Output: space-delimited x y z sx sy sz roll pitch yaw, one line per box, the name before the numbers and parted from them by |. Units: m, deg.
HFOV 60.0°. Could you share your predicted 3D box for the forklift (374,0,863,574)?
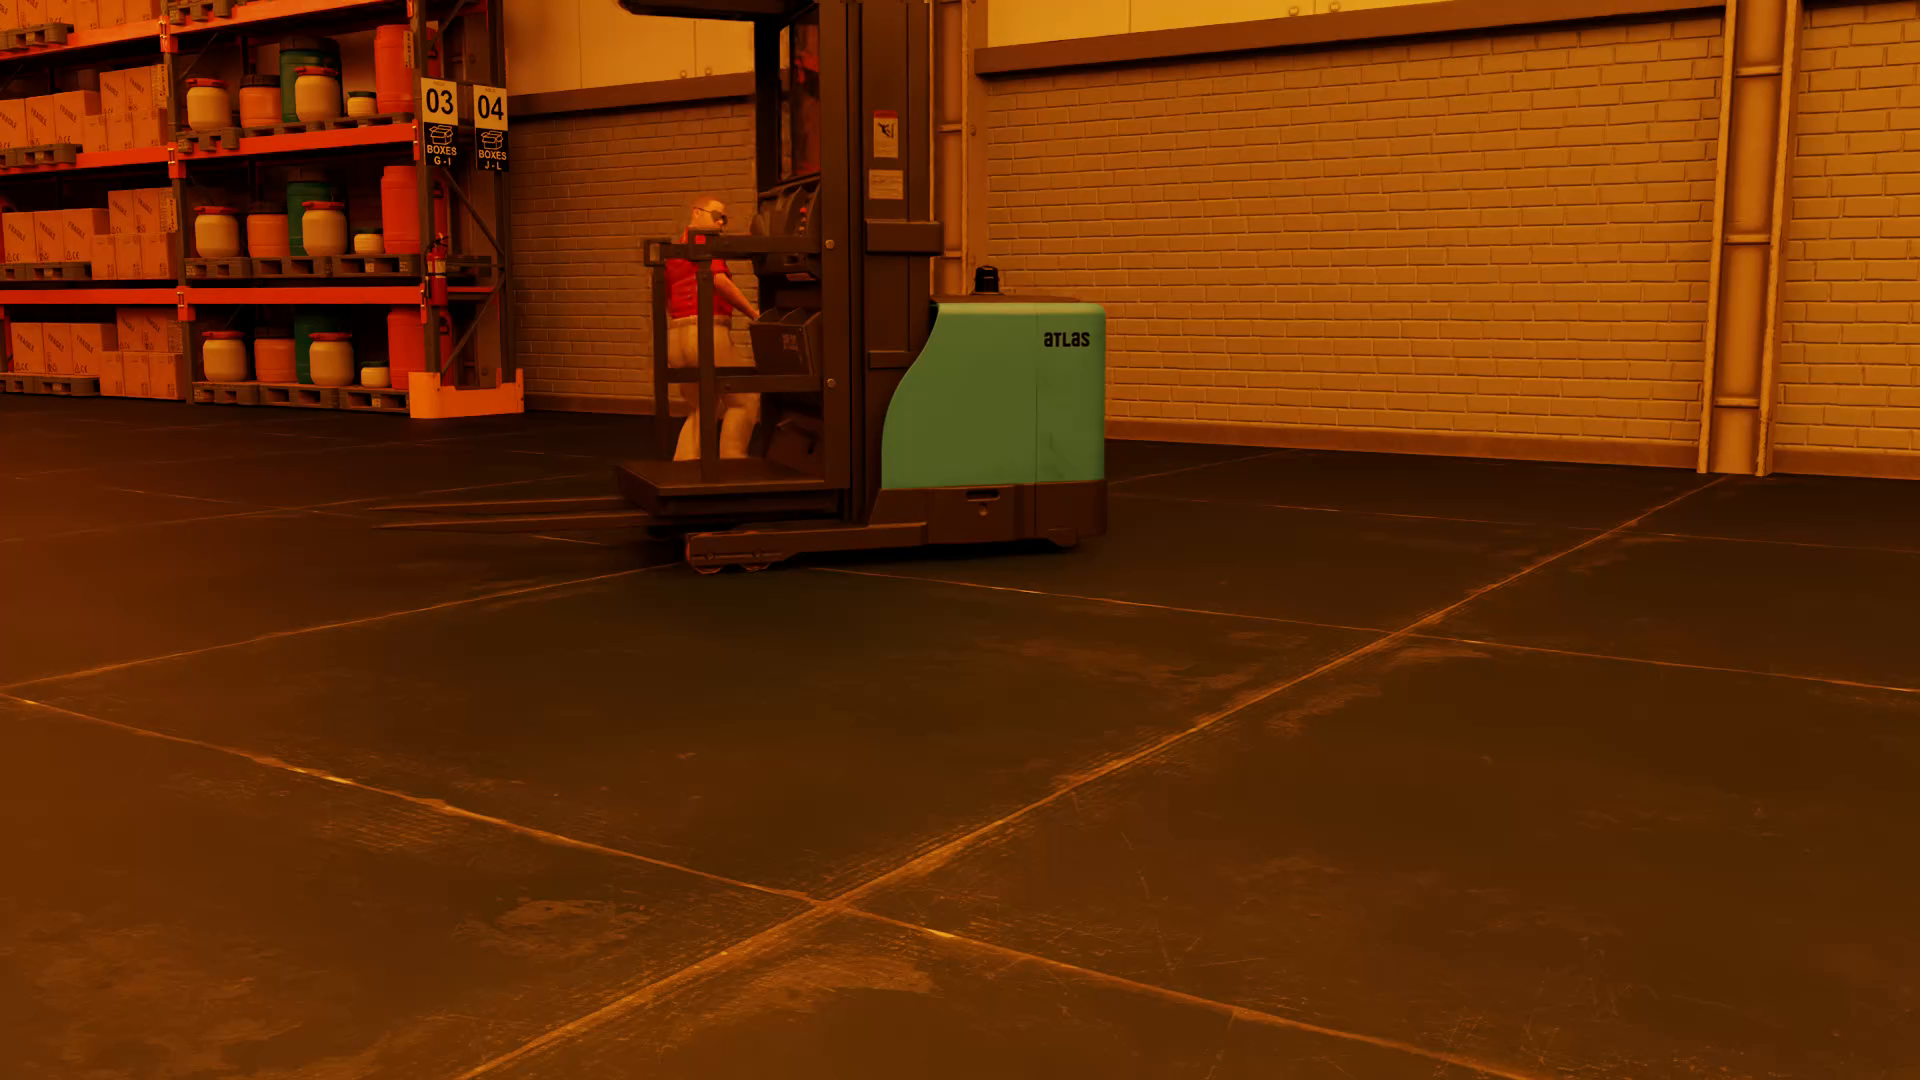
forklift | -0.993 -1.362 6.997 2.884 2.867 1.101 -3 9 -20
